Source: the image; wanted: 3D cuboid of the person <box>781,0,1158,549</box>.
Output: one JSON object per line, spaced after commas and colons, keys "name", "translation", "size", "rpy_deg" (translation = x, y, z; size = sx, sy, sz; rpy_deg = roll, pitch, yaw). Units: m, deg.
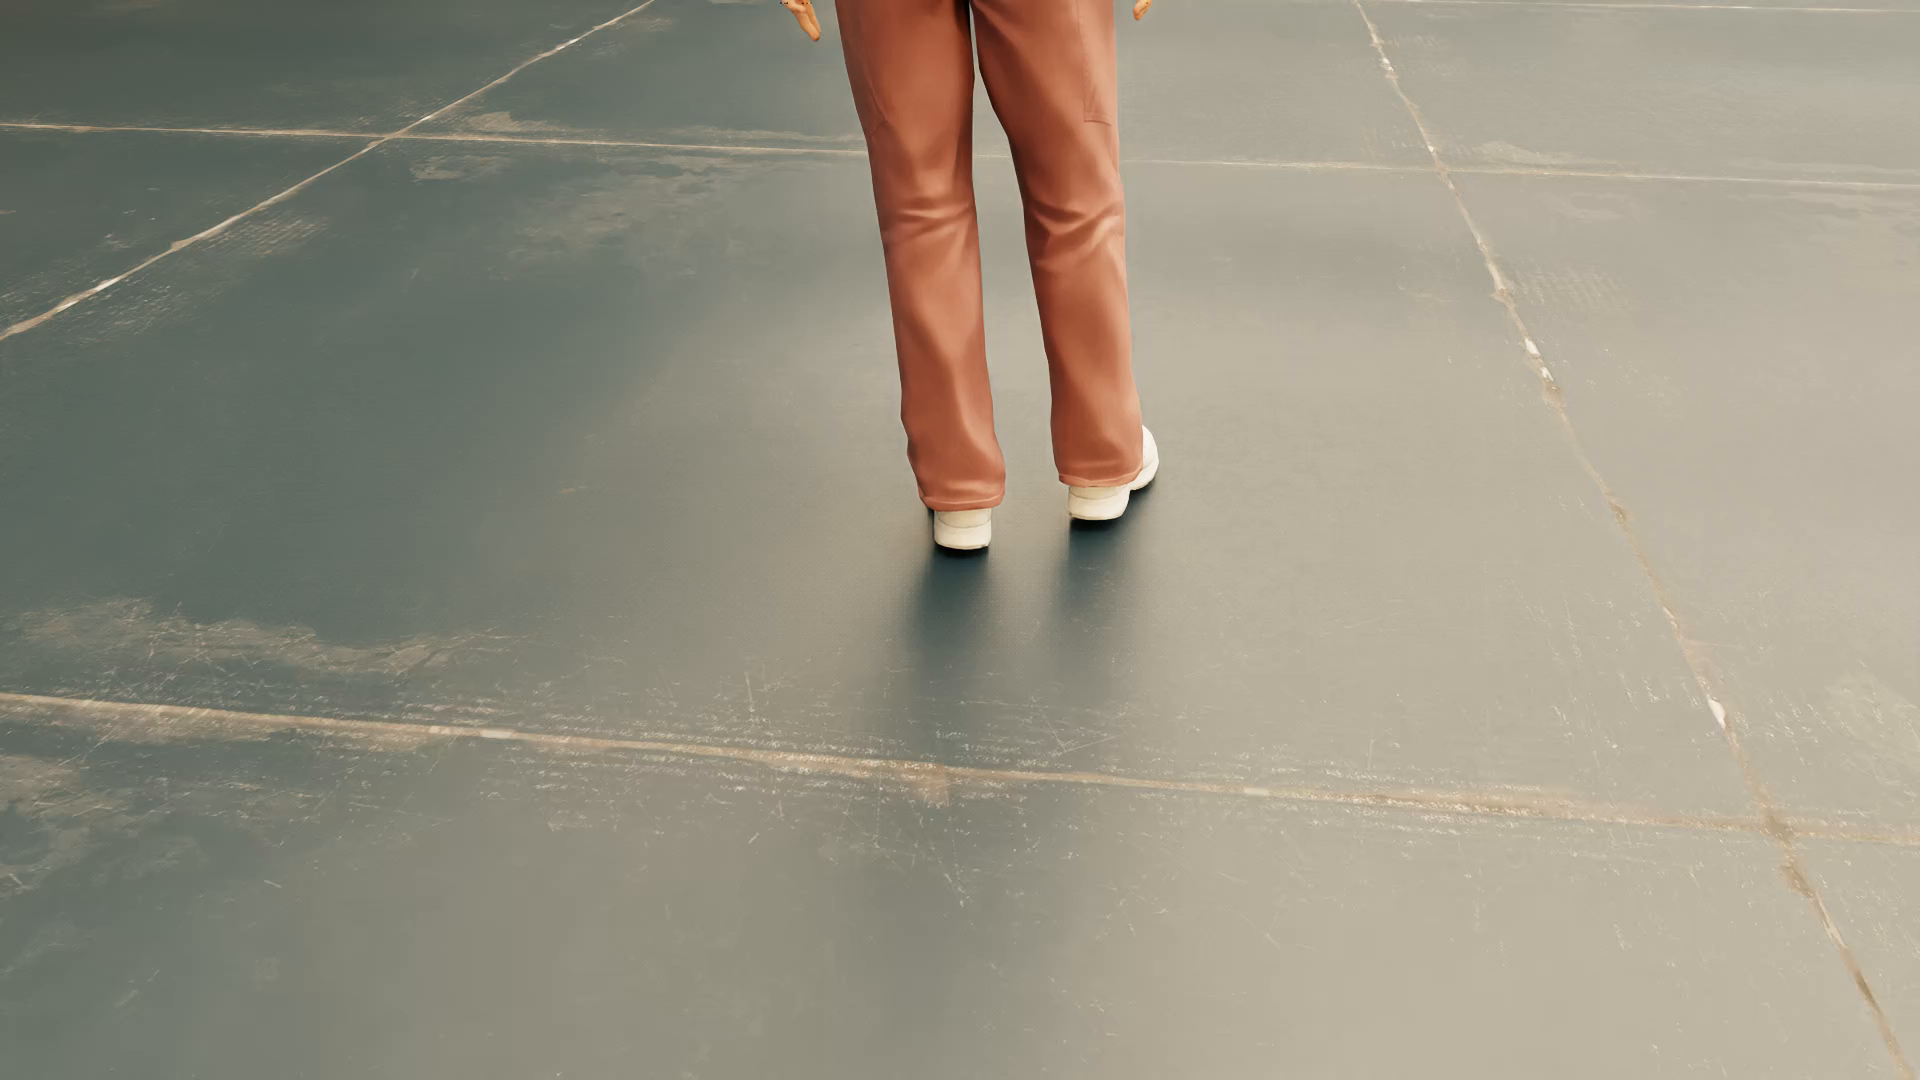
{"name": "person", "translation": [0.020, -0.788, 2.187], "size": [0.555, 1.675, 0.549], "rpy_deg": [3, 27, 7]}
